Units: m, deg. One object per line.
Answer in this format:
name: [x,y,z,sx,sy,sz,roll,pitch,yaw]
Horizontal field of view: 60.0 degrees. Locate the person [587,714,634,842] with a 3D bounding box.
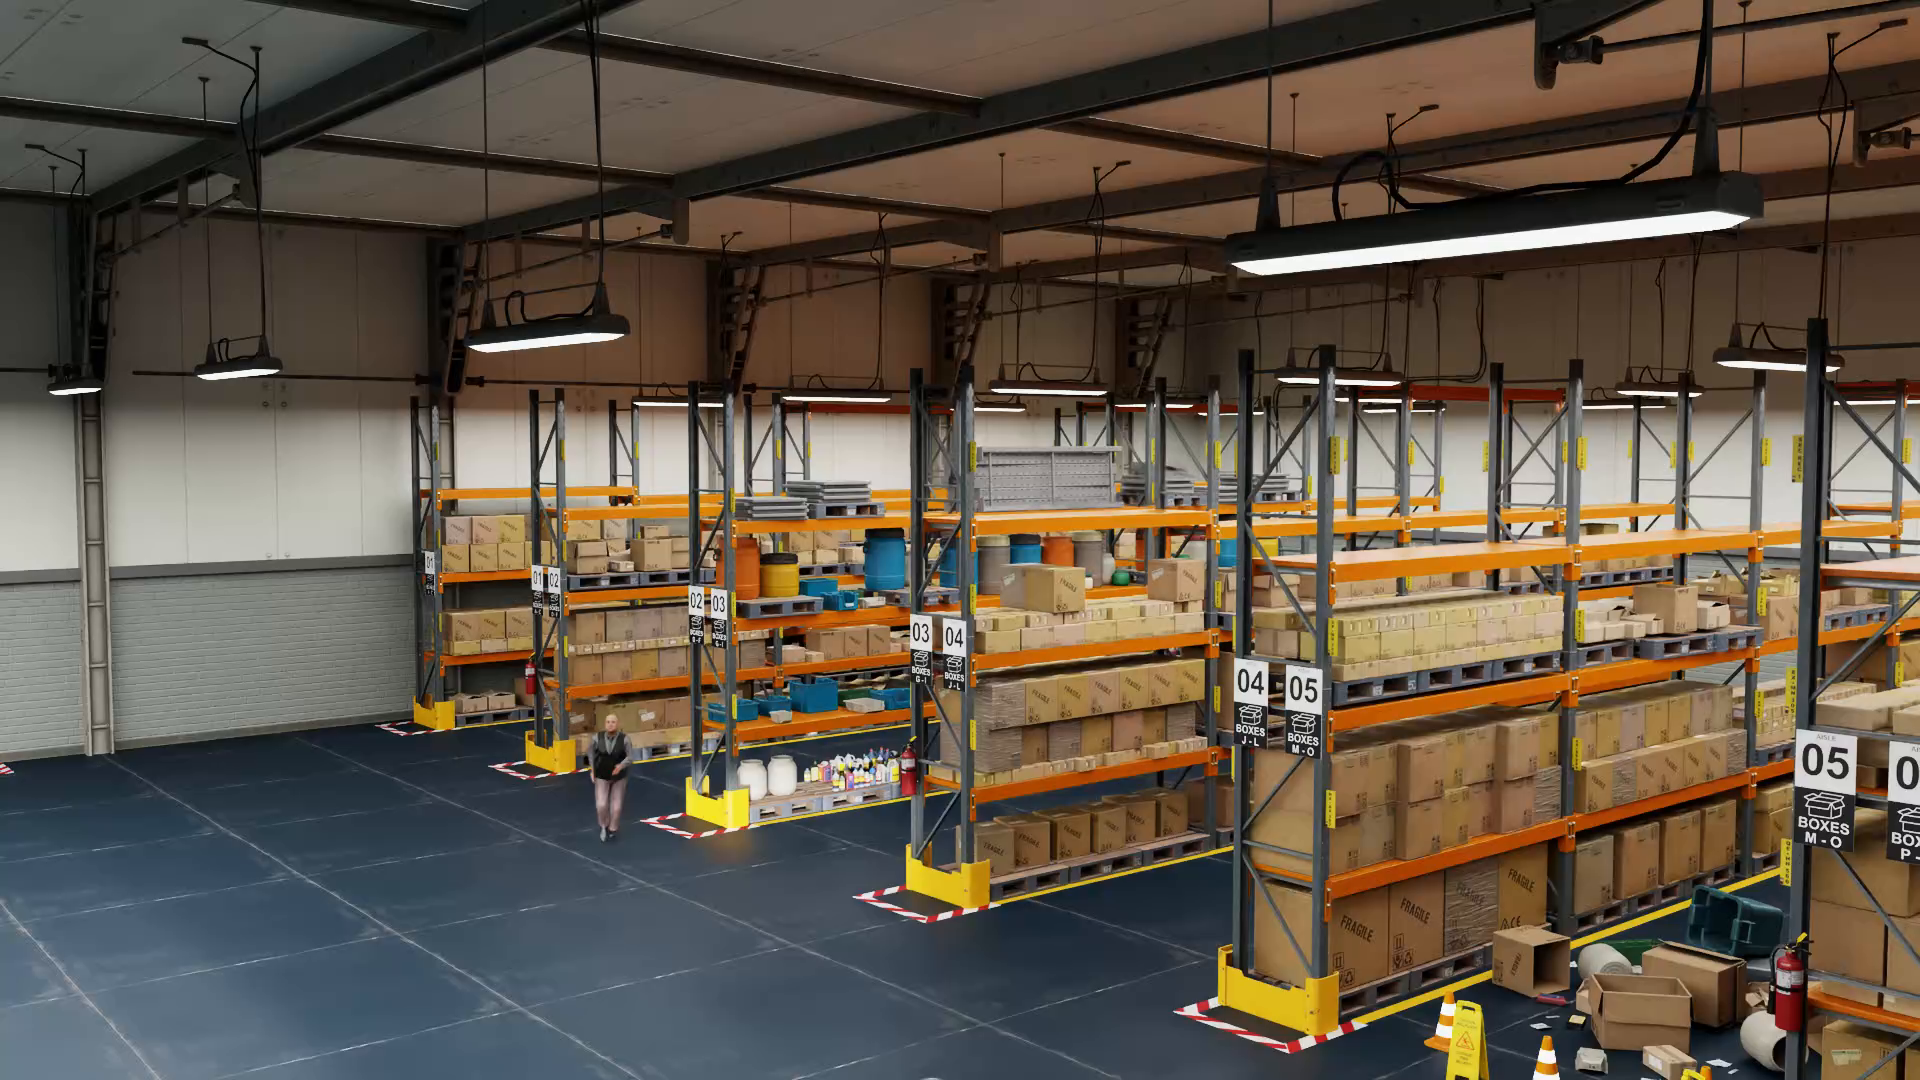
person: [-4.490,3.052,21.370,0.580,1.652,0.771,-1,3,-13]
